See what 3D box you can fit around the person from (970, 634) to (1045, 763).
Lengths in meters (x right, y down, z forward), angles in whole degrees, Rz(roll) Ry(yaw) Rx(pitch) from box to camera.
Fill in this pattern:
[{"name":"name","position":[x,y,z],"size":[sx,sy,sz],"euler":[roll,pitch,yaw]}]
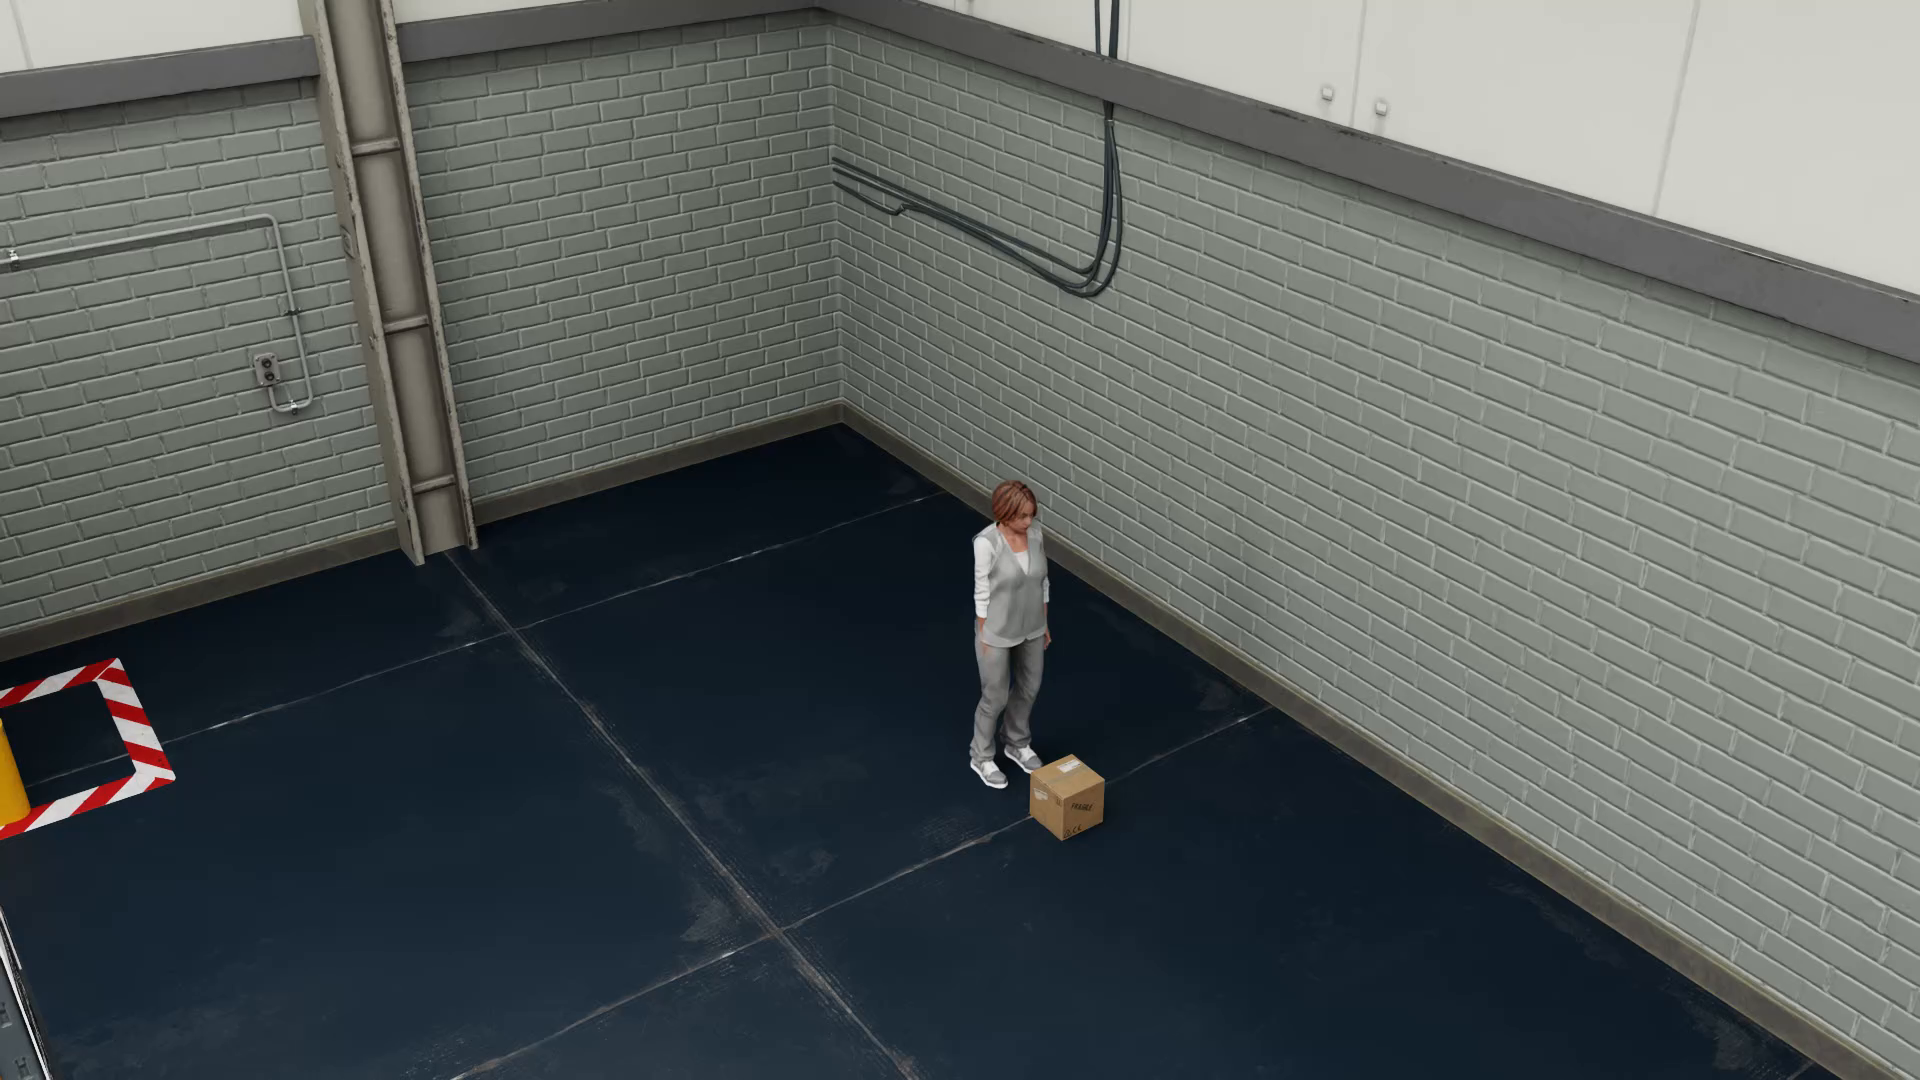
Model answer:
[{"name":"person","position":[0.225,0.684,8.003],"size":[0.354,0.877,0.278],"euler":[-18,34,-29]}]
